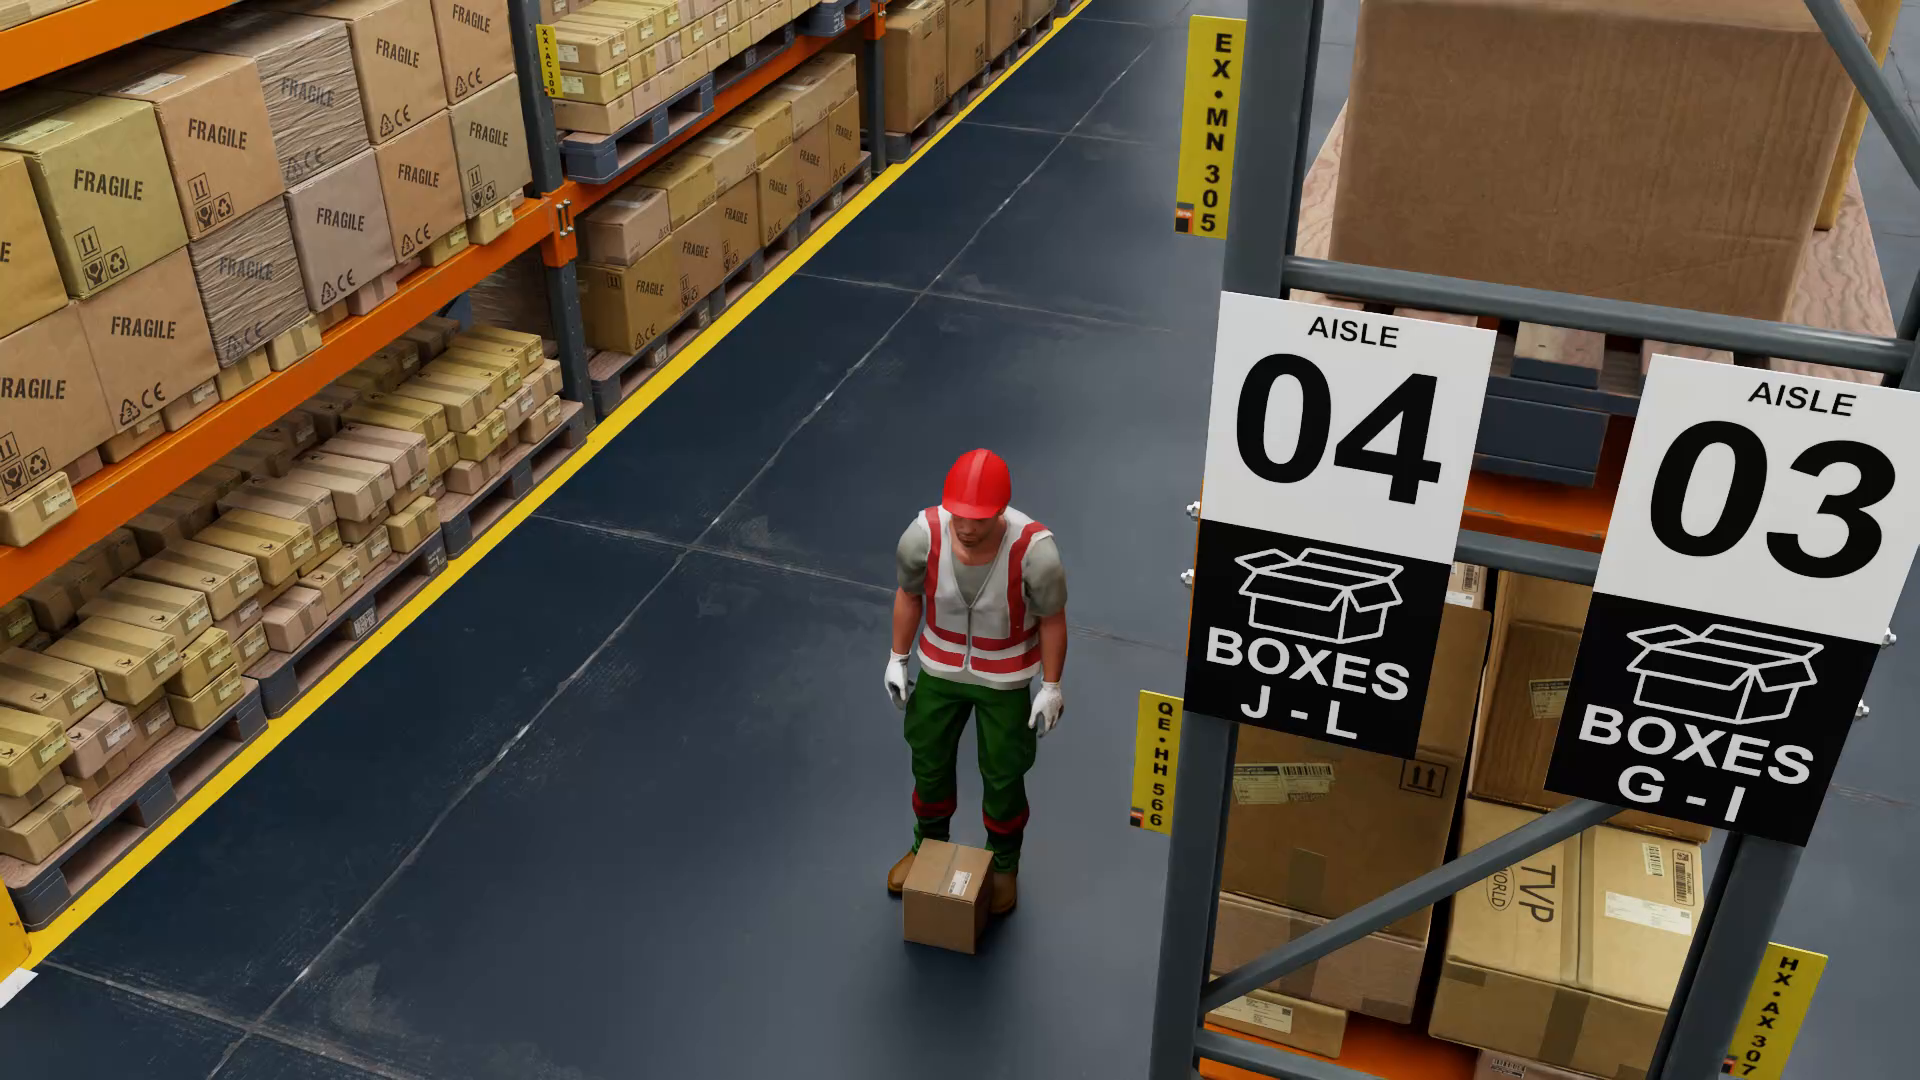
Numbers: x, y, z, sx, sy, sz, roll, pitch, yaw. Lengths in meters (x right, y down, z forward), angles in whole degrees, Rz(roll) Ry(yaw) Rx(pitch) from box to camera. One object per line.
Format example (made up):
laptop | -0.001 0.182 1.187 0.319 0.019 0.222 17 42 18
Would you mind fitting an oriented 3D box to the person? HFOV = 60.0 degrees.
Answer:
person | 4.994 -1.756 8.836 7.718 1.777 11.115 9 34 14
